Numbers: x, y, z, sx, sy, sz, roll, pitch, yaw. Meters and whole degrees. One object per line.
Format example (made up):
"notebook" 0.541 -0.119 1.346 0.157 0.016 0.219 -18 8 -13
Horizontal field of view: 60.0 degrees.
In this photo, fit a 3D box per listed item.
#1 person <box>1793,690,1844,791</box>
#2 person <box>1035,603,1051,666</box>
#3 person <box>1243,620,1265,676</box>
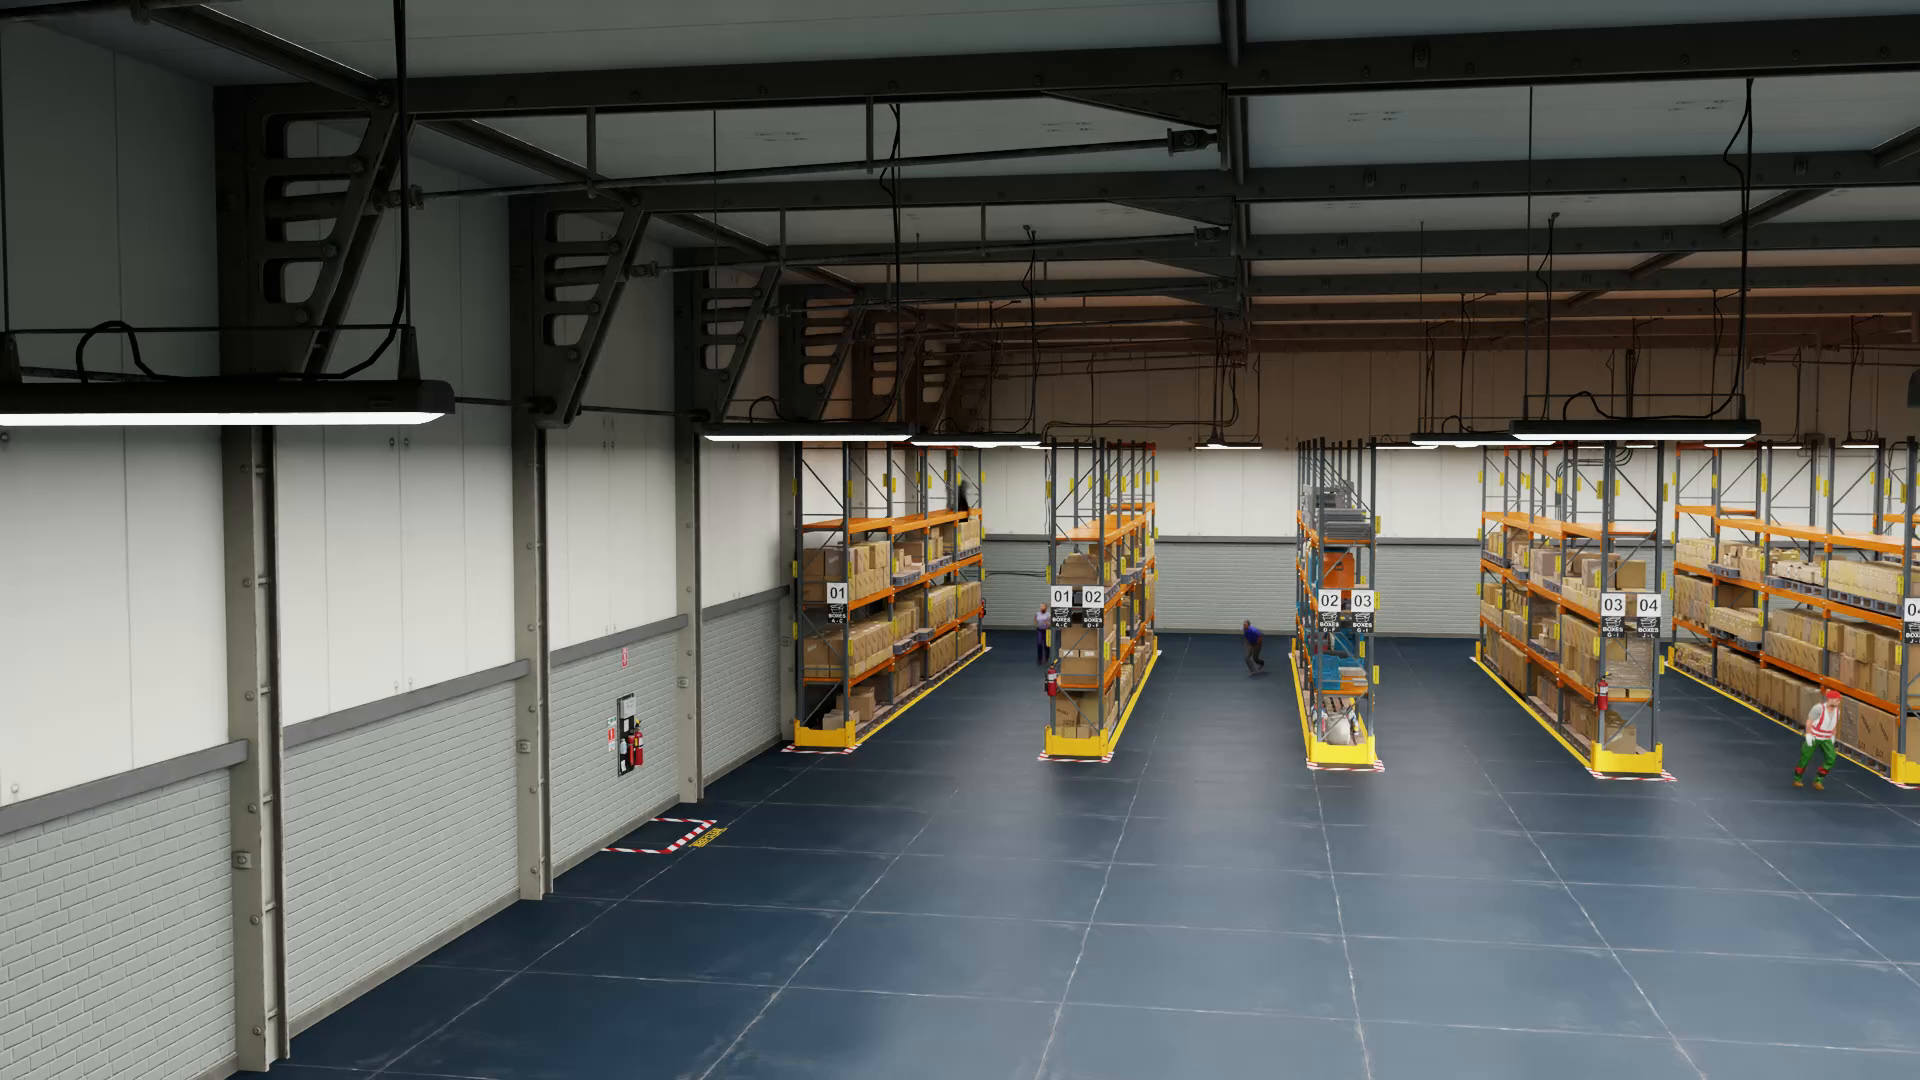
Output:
"person" 14.590 3.375 28.209 0.656 1.708 0.670 -1 3 -10
"person" 2.268 2.529 44.801 0.579 1.686 0.744 1 3 11
"person" 7.576 2.749 42.756 0.571 1.466 0.945 3 4 43
